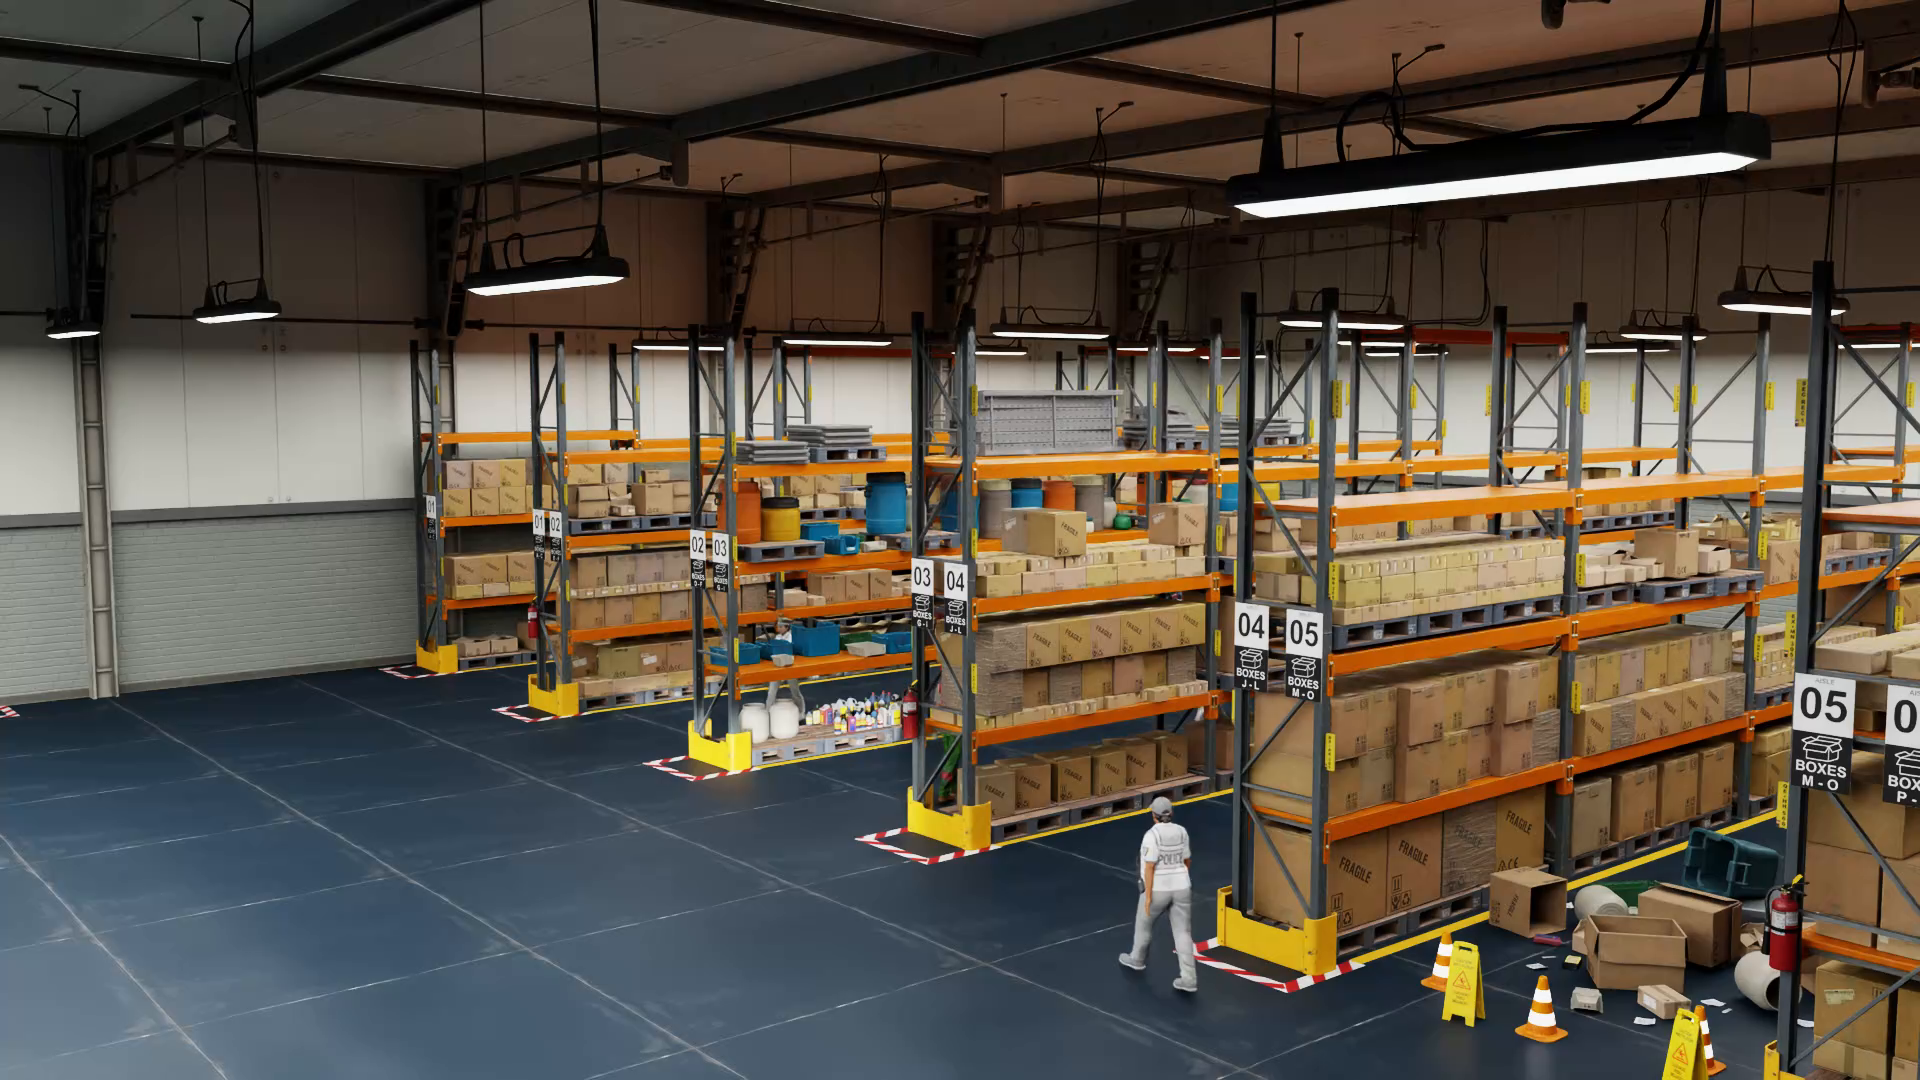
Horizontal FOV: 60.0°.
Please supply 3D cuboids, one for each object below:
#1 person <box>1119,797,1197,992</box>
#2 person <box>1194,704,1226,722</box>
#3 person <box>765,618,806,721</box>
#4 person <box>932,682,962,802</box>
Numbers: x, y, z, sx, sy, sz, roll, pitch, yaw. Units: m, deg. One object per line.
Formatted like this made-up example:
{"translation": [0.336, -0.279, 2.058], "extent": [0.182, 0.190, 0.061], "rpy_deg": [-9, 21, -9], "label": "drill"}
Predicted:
{"translation": [1.764, 3.013, 14.407], "extent": [0.513, 1.589, 1.009], "rpy_deg": [-2, 6, -20], "label": "person"}
{"translation": [3.562, 2.048, 24.158], "extent": [1.142, 1.712, 0.662], "rpy_deg": [-4, 7, -37], "label": "person"}
{"translation": [-2.717, 1.985, 25.339], "extent": [0.513, 1.631, 0.909], "rpy_deg": [4, 6, 35], "label": "person"}
{"translation": [-0.051, 2.363, 20.805], "extent": [0.629, 1.793, 0.719], "rpy_deg": [5, 7, 42], "label": "person"}
